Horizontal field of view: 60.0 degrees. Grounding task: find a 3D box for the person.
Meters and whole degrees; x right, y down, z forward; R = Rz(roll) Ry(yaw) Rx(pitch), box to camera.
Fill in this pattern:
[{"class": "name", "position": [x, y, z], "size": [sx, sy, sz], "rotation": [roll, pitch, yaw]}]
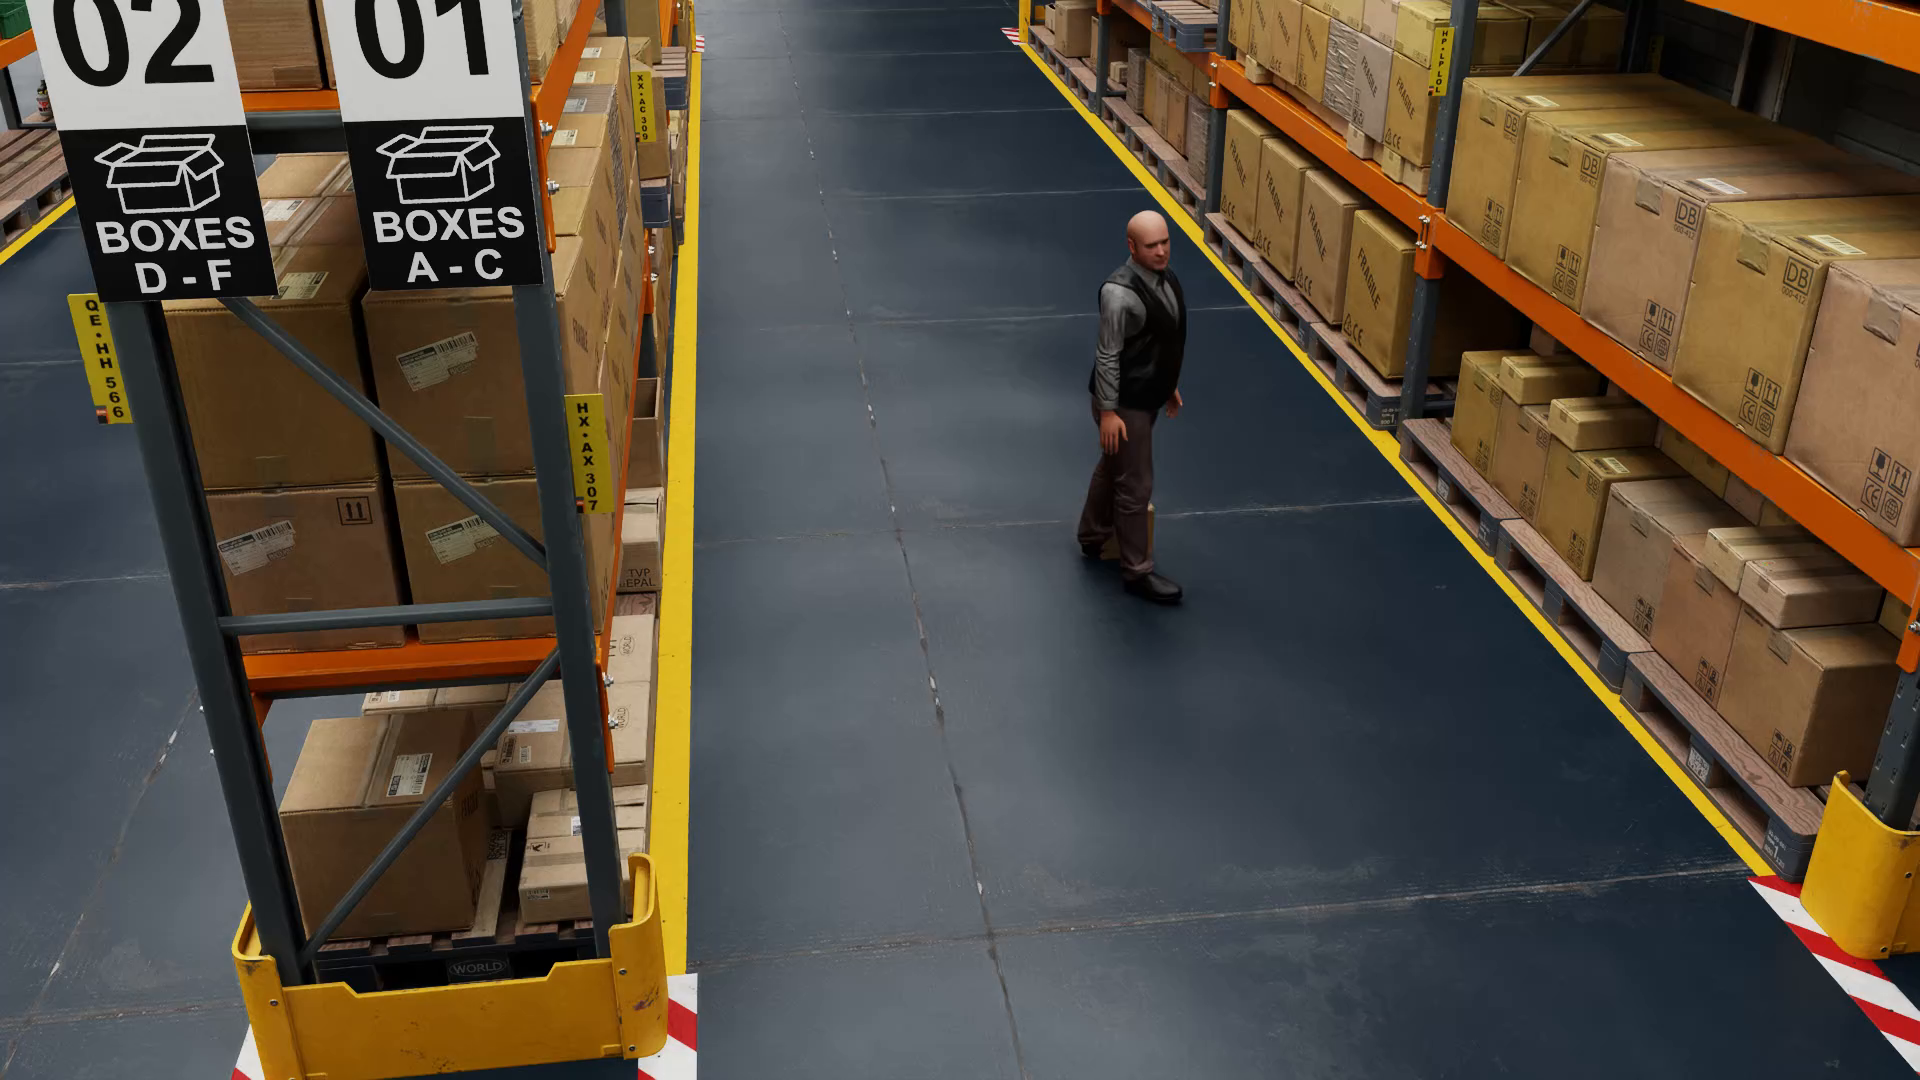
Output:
[{"class": "person", "position": [0.792, -0.563, 7.326], "size": [0.609, 1.627, 0.585], "rotation": [13, 30, 23]}]
